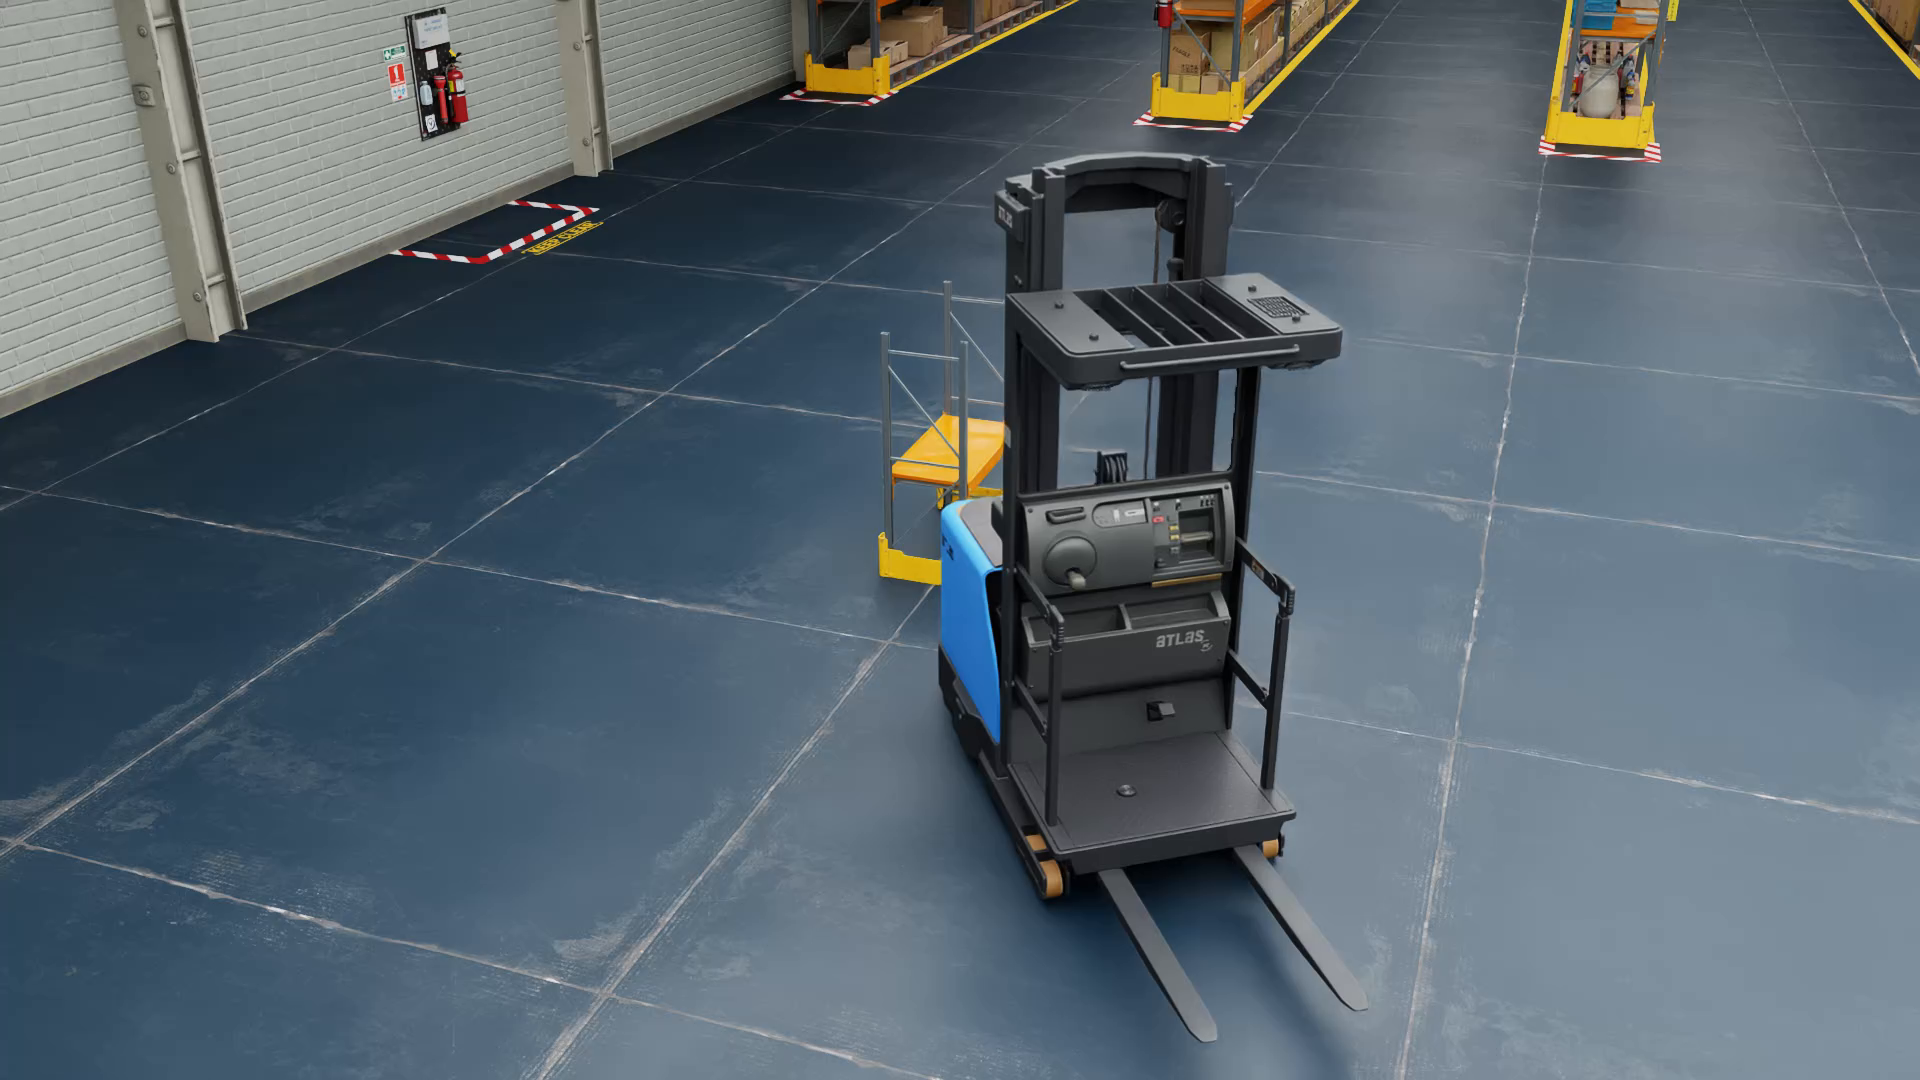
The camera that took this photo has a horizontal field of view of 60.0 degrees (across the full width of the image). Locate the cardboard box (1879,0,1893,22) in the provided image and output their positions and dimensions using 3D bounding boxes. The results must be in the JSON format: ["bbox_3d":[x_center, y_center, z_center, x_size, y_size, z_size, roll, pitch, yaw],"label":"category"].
[{"bbox_3d":[15.925,-8.961,27.271,1.225,0.875,0.875,8,27,16],"label":"cardboard box"}]

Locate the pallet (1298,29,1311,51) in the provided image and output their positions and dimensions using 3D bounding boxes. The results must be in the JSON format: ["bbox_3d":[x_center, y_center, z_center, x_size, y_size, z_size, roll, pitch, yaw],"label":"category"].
[{"bbox_3d":[5.026,-8.068,26.671,1.003,0.211,1.213,9,27,17],"label":"pallet"}]

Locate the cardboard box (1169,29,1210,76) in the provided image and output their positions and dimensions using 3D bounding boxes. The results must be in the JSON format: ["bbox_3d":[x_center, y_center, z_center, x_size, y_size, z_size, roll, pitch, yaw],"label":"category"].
[{"bbox_3d":[2.980,-6.420,21.881,0.500,0.500,0.500,9,27,17],"label":"cardboard box"}]

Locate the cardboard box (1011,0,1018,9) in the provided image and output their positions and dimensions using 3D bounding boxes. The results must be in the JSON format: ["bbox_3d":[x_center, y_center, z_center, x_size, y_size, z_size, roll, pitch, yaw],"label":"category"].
[{"bbox_3d":[0.600,-9.447,28.683,0.700,0.500,0.500,9,27,17],"label":"cardboard box"}]

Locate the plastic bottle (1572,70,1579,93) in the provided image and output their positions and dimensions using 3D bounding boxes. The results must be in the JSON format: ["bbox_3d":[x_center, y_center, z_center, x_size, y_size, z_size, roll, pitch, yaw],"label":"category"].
[{"bbox_3d":[8.059,-6.038,21.899,0.152,0.276,0.135,9,27,18],"label":"plastic bottle"}]

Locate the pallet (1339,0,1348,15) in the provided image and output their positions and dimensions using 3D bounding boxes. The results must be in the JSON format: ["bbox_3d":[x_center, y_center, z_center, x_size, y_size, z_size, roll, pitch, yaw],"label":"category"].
[{"bbox_3d":[6.436,-9.701,30.045,1.003,0.211,1.213,9,27,17],"label":"pallet"}]

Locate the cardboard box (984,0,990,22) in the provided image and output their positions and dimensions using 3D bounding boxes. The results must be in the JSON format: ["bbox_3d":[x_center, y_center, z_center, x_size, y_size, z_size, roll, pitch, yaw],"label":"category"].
[{"bbox_3d":[0.094,-8.826,27.400,0.700,0.500,0.500,8,27,16],"label":"cardboard box"}]

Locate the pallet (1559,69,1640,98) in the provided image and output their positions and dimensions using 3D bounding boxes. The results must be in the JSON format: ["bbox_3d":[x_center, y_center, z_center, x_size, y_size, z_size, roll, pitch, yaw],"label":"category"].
[{"bbox_3d":[8.820,-6.267,22.951,1.003,0.211,1.213,9,27,17],"label":"pallet"}]

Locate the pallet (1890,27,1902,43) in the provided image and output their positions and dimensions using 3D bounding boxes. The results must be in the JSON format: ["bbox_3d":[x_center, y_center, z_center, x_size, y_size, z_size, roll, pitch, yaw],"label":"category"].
[{"bbox_3d":[15.826,-8.275,27.099,1.003,0.211,1.213,9,27,17],"label":"pallet"}]

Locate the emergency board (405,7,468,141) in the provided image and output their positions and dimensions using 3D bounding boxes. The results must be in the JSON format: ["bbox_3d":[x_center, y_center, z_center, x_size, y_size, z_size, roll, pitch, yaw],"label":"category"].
[{"bbox_3d":[-5.028,-4.522,16.148,0.194,1.169,0.643,9,27,17],"label":"emergency board"}]

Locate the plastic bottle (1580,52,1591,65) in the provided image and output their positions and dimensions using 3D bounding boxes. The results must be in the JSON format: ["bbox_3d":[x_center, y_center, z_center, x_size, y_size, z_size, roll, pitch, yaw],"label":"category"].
[{"bbox_3d":[8.559,-6.505,22.778,0.144,0.351,0.185,9,27,17],"label":"plastic bottle"}]

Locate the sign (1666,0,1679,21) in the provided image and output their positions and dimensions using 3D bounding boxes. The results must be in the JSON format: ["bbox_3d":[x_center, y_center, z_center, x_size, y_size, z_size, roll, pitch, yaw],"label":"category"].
[{"bbox_3d":[8.269,-6.191,19.277,0.100,0.325,0.005,9,27,17],"label":"sign"}]

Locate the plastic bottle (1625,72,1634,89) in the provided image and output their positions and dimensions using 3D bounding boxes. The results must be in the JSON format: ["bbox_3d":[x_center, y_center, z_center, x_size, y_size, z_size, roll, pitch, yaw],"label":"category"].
[{"bbox_3d":[8.796,-6.000,21.826,0.097,0.271,0.097,0,26,0],"label":"plastic bottle"}]

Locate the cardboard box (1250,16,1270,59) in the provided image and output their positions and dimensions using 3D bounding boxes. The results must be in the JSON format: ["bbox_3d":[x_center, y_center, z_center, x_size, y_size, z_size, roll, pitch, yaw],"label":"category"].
[{"bbox_3d":[3.972,-6.961,22.998,0.500,0.500,0.500,9,27,17],"label":"cardboard box"}]

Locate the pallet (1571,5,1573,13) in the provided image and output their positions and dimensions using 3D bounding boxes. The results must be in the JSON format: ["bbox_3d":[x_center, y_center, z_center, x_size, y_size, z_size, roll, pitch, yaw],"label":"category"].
[{"bbox_3d":[11.045,-9.010,28.617,1.003,0.211,1.213,9,27,17],"label":"pallet"}]

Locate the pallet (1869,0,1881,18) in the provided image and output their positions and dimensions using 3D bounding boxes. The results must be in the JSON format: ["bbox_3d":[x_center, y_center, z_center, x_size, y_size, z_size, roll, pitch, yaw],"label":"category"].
[{"bbox_3d":[16.743,-9.407,29.437,1.003,0.211,1.213,9,27,17],"label":"pallet"}]

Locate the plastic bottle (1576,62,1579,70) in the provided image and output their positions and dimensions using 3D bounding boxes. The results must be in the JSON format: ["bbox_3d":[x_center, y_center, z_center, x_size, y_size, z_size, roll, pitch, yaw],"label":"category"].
[{"bbox_3d":[8.219,-6.274,22.300,0.144,0.351,0.185,9,27,17],"label":"plastic bottle"}]

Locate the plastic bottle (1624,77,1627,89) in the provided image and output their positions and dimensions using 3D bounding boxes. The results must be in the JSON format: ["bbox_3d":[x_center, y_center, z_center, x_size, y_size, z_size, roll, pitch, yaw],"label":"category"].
[{"bbox_3d":[8.898,-6.094,22.100,0.097,0.201,0.097,0,26,0],"label":"plastic bottle"}]

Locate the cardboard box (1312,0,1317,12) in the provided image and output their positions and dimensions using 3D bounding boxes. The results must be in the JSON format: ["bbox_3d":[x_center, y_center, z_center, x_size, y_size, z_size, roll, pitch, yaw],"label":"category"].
[{"bbox_3d":[5.465,-8.687,26.779,0.500,0.311,0.500,9,27,17],"label":"cardboard box"}]

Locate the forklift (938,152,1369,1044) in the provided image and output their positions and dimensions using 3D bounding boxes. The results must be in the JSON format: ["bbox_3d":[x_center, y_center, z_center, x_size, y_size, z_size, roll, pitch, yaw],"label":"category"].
[{"bbox_3d":[0.783,0.020,6.845,1.130,2.935,3.031,-7,27,-14],"label":"forklift"}]

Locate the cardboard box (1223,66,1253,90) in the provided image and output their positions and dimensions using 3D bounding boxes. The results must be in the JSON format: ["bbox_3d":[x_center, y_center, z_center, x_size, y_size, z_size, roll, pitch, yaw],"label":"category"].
[{"bbox_3d":[3.633,-6.213,22.314,0.500,0.250,0.500,9,27,17],"label":"cardboard box"}]

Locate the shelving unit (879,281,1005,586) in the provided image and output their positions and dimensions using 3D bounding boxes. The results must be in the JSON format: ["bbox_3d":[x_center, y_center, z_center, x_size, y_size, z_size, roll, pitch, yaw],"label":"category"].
[{"bbox_3d":[-0.025,-0.644,9.858,0.587,1.500,1.083,9,27,17],"label":"shelving unit"}]

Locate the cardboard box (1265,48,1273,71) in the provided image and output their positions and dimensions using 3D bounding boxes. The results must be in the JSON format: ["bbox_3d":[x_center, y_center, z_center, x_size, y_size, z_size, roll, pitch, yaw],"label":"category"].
[{"bbox_3d":[4.137,-6.829,23.586,0.500,0.250,0.500,9,27,17],"label":"cardboard box"}]

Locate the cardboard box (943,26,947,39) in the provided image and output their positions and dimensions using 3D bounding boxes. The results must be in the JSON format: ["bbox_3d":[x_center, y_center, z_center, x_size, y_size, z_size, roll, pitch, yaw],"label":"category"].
[{"bbox_3d":[-0.409,-7.927,25.927,0.380,0.166,0.250,5,26,11],"label":"cardboard box"}]

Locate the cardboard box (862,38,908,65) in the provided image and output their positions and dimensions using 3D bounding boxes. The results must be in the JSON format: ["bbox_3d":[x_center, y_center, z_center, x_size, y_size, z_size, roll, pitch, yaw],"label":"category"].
[{"bbox_3d":[-1.086,-7.078,24.007,0.500,0.311,0.500,11,28,22],"label":"cardboard box"}]

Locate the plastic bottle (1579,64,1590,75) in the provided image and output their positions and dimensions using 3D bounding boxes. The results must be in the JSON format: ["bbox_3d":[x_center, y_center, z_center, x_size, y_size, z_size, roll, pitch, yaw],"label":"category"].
[{"bbox_3d":[8.367,-6.229,22.294,0.152,0.276,0.135,9,27,17],"label":"plastic bottle"}]

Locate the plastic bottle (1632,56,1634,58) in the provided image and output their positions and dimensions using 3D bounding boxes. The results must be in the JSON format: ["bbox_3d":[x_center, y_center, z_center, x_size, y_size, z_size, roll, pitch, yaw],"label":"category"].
[{"bbox_3d":[9.234,-6.522,22.890,0.061,0.283,0.133,10,28,20],"label":"plastic bottle"}]

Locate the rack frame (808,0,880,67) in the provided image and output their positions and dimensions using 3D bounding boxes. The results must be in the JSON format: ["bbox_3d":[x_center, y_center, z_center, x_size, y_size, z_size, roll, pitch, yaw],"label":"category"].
[{"bbox_3d":[-1.591,-7.585,22.473,1.000,3.000,0.127,9,27,17],"label":"rack frame"}]

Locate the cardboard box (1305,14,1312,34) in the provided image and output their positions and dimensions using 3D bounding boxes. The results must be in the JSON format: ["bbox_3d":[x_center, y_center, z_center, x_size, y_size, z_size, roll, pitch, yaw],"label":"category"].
[{"bbox_3d":[5.292,-8.225,26.469,0.500,0.250,0.500,9,27,18],"label":"cardboard box"}]

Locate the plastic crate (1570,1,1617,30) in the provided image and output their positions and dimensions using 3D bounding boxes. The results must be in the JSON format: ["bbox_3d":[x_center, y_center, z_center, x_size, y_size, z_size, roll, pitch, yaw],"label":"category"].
[{"bbox_3d":[7.636,-6.330,20.053,0.499,0.251,0.616,9,27,17],"label":"plastic crate"}]

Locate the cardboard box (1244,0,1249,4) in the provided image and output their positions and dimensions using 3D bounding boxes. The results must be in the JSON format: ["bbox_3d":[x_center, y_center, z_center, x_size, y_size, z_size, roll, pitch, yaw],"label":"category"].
[{"bbox_3d":[3.420,-7.319,21.810,0.700,0.500,0.500,9,27,19],"label":"cardboard box"}]

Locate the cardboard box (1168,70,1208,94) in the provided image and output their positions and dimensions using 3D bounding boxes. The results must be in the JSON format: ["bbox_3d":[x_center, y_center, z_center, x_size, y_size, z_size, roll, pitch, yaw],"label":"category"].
[{"bbox_3d":[2.982,-6.083,22.044,0.500,0.250,0.500,9,27,17],"label":"cardboard box"}]

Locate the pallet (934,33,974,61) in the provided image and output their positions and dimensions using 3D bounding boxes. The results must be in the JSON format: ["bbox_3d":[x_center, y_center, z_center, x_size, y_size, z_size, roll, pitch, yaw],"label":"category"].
[{"bbox_3d":[-0.450,-7.692,25.895,1.003,0.211,1.213,9,27,17],"label":"pallet"}]

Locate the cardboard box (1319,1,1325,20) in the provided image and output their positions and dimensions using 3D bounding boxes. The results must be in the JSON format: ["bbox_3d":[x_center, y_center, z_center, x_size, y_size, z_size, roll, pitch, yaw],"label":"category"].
[{"bbox_3d":[5.799,-8.855,27.771,0.500,0.250,0.500,9,27,19],"label":"cardboard box"}]

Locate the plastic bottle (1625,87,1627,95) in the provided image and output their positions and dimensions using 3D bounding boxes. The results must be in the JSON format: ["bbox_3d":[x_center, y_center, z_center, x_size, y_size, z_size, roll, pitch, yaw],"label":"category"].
[{"bbox_3d":[8.684,-5.829,21.553,0.097,0.201,0.097,0,26,0],"label":"plastic bottle"}]

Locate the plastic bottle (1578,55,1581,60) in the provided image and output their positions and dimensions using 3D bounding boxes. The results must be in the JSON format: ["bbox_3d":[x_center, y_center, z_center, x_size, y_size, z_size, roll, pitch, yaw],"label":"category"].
[{"bbox_3d":[8.482,-6.560,22.977,0.152,0.276,0.135,10,27,19],"label":"plastic bottle"}]

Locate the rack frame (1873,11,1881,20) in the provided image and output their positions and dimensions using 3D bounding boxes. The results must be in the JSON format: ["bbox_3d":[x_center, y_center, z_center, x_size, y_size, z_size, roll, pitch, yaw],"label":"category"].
[{"bbox_3d":[16.416,-10.361,28.207,1.000,3.000,0.127,9,27,17],"label":"rack frame"}]

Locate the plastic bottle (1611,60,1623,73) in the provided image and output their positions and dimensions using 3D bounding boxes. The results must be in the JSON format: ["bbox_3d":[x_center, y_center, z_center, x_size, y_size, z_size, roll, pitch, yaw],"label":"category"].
[{"bbox_3d":[8.929,-6.390,22.626,0.152,0.276,0.135,9,27,17],"label":"plastic bottle"}]

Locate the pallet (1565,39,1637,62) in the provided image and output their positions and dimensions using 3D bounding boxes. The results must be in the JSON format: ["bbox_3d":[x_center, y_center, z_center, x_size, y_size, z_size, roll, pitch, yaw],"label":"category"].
[{"bbox_3d":[9.712,-7.368,25.226,1.003,0.211,1.213,9,27,17],"label":"pallet"}]

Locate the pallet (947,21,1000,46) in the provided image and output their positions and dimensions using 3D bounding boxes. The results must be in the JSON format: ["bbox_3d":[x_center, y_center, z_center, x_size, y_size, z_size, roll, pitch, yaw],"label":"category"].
[{"bbox_3d":[-0.002,-8.294,27.137,1.003,0.211,1.213,9,27,17],"label":"pallet"}]

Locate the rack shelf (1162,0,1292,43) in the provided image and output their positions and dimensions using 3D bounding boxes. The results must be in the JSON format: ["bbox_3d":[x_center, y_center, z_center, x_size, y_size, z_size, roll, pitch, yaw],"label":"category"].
[{"bbox_3d":[3.748,-7.366,22.847,1.077,0.370,4.000,9,27,17],"label":"rack shelf"}]

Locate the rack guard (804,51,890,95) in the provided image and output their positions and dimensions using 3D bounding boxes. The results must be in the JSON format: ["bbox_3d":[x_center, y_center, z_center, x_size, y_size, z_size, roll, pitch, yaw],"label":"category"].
[{"bbox_3d":[-1.565,-6.491,23.082,1.175,0.500,0.348,9,27,17],"label":"rack guard"}]

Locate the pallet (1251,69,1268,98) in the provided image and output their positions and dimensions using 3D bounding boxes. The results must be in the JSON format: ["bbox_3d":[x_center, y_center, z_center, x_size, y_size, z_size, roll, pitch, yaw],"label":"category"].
[{"bbox_3d":[3.705,-6.433,23.294,1.003,0.211,1.213,9,27,17],"label":"pallet"}]

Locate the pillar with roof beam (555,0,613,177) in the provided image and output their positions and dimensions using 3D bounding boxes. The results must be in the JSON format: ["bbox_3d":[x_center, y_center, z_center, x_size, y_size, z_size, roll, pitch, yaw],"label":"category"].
[{"bbox_3d":[-0.110,-7.608,15.637,9.100,9.000,0.400,9,27,17],"label":"pillar with roof beam"}]

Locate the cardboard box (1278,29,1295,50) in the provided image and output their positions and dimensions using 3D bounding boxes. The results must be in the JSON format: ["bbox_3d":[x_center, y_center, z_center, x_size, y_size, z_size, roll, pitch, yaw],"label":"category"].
[{"bbox_3d":[4.781,-7.593,25.163,0.500,0.250,0.500,8,27,16],"label":"cardboard box"}]

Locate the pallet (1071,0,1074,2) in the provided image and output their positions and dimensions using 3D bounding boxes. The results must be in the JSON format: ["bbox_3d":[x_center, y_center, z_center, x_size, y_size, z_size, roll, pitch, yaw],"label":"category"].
[{"bbox_3d":[1.813,-10.430,31.549,1.003,0.211,1.213,9,27,17],"label":"pallet"}]

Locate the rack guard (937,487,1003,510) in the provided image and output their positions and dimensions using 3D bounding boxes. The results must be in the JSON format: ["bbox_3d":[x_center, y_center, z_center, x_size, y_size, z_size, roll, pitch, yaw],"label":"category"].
[{"bbox_3d":[0.140,-0.286,10.554,0.587,0.250,0.087,9,27,17],"label":"rack guard"}]

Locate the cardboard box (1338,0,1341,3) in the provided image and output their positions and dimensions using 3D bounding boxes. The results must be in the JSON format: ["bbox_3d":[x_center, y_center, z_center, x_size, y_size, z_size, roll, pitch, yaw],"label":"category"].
[{"bbox_3d":[6.506,-9.795,29.402,0.500,0.500,0.500,8,27,17],"label":"cardboard box"}]

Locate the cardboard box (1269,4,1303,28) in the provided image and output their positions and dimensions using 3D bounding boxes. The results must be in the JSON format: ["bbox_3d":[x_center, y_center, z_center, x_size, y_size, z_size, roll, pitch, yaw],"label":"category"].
[{"bbox_3d":[4.957,-8.054,25.472,0.500,0.311,0.500,8,27,17],"label":"cardboard box"}]

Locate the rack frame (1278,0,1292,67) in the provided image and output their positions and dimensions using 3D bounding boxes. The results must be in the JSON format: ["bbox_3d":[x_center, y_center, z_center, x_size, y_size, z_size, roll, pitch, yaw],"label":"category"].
[{"bbox_3d":[4.413,-8.512,24.388,1.000,3.000,0.127,9,27,17],"label":"rack frame"}]

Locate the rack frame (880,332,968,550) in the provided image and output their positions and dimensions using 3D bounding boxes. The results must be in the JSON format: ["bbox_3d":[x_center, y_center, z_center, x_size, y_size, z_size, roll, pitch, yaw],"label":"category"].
[{"bbox_3d":[-0.198,-0.431,9.419,0.500,1.500,0.032,9,27,17],"label":"rack frame"}]

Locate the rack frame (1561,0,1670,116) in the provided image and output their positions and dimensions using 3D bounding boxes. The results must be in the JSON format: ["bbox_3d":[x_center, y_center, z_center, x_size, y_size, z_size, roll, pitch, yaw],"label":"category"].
[{"bbox_3d":[7.752,-6.148,19.506,1.000,3.000,0.127,9,27,17],"label":"rack frame"}]
